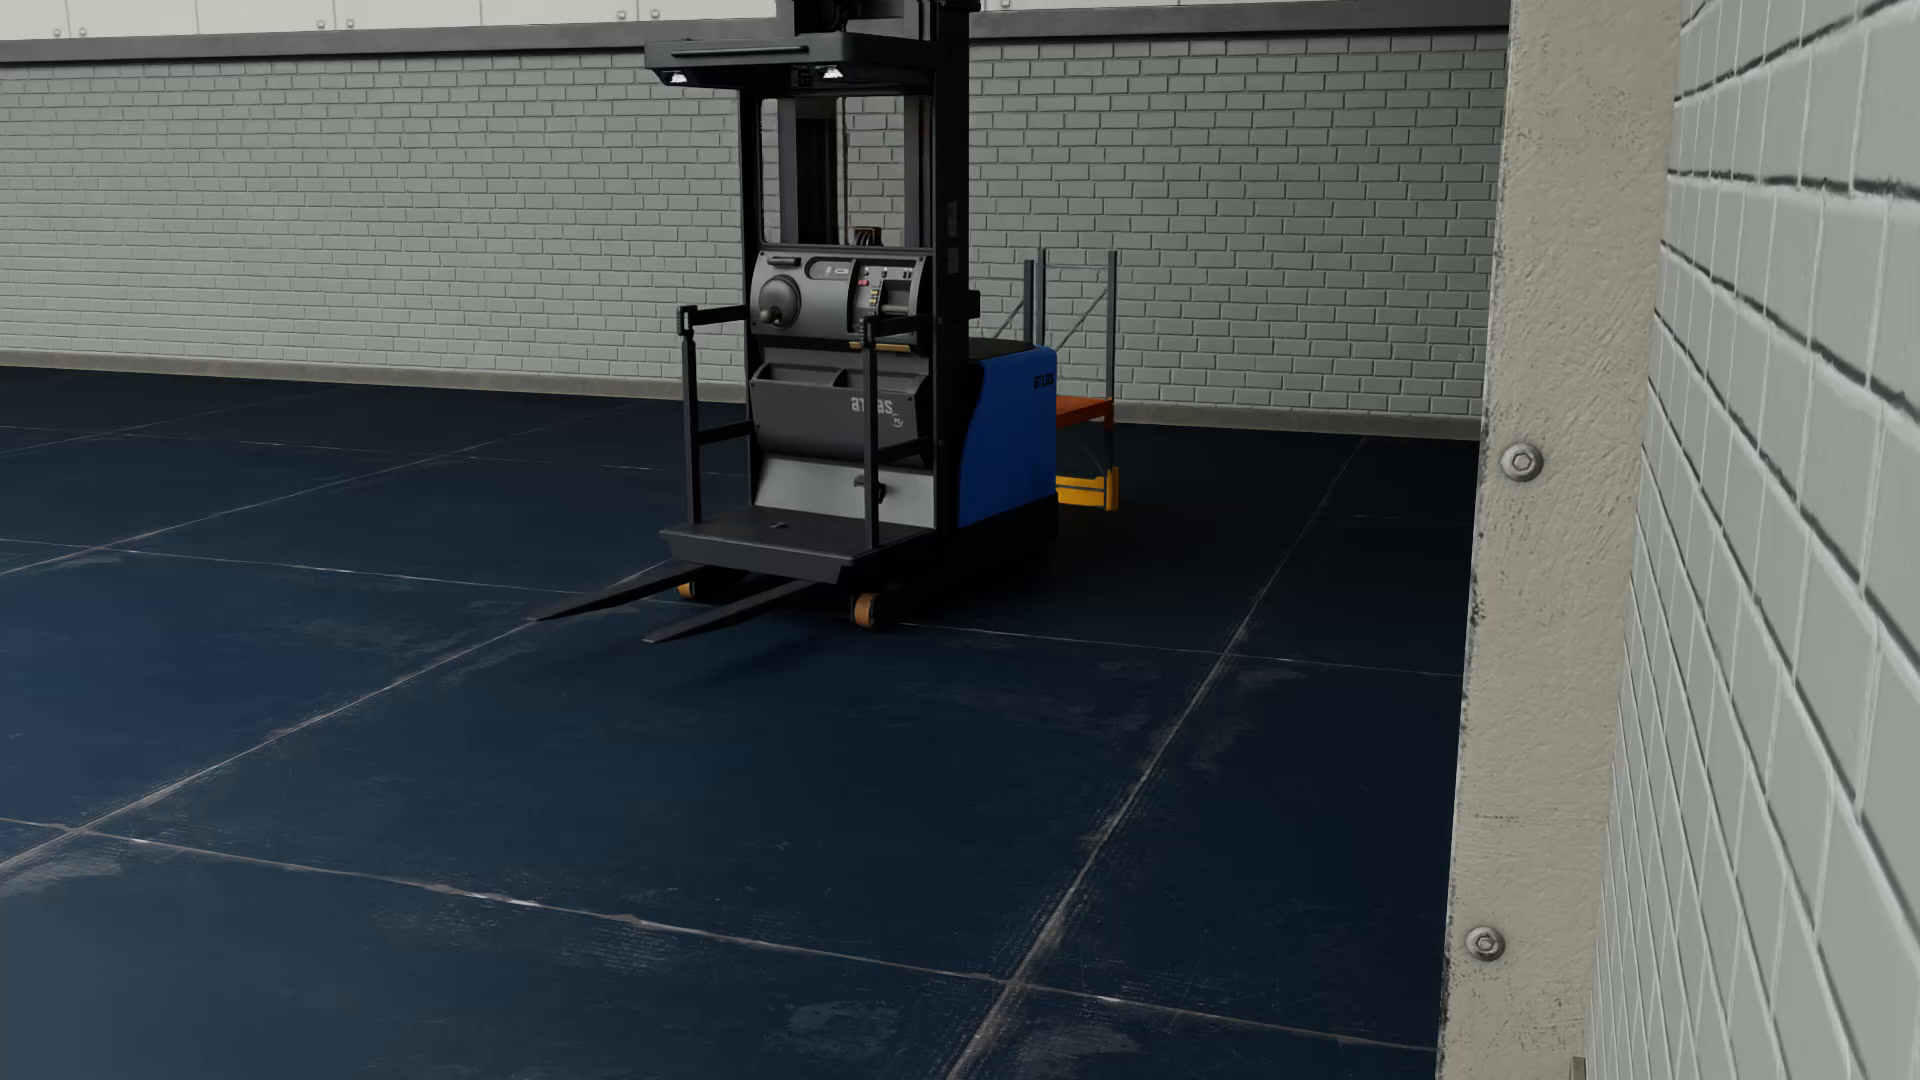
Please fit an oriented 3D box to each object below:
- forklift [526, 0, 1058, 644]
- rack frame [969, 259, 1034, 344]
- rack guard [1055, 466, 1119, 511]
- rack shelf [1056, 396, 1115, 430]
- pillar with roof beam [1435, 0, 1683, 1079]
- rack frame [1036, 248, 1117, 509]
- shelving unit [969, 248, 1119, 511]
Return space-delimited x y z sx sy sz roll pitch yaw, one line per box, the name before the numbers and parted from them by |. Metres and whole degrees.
forklift | -0.672 -1.152 7.453 1.130 2.935 3.031 8 15 30
rack frame | 0.159 -0.748 8.900 0.500 1.500 0.032 7 15 30
rack guard | 0.663 -0.330 9.877 0.587 0.250 0.087 7 15 30
rack shelf | 0.416 -0.670 9.367 0.538 0.185 1.000 7 15 30
pillar with roof beam | -2.825 -3.506 4.132 9.100 9.000 0.400 4 14 18
rack frame | 0.673 -0.943 9.755 0.500 1.500 0.032 7 15 30
shelving unit | 0.412 -0.844 9.320 0.587 1.500 1.083 7 15 30
